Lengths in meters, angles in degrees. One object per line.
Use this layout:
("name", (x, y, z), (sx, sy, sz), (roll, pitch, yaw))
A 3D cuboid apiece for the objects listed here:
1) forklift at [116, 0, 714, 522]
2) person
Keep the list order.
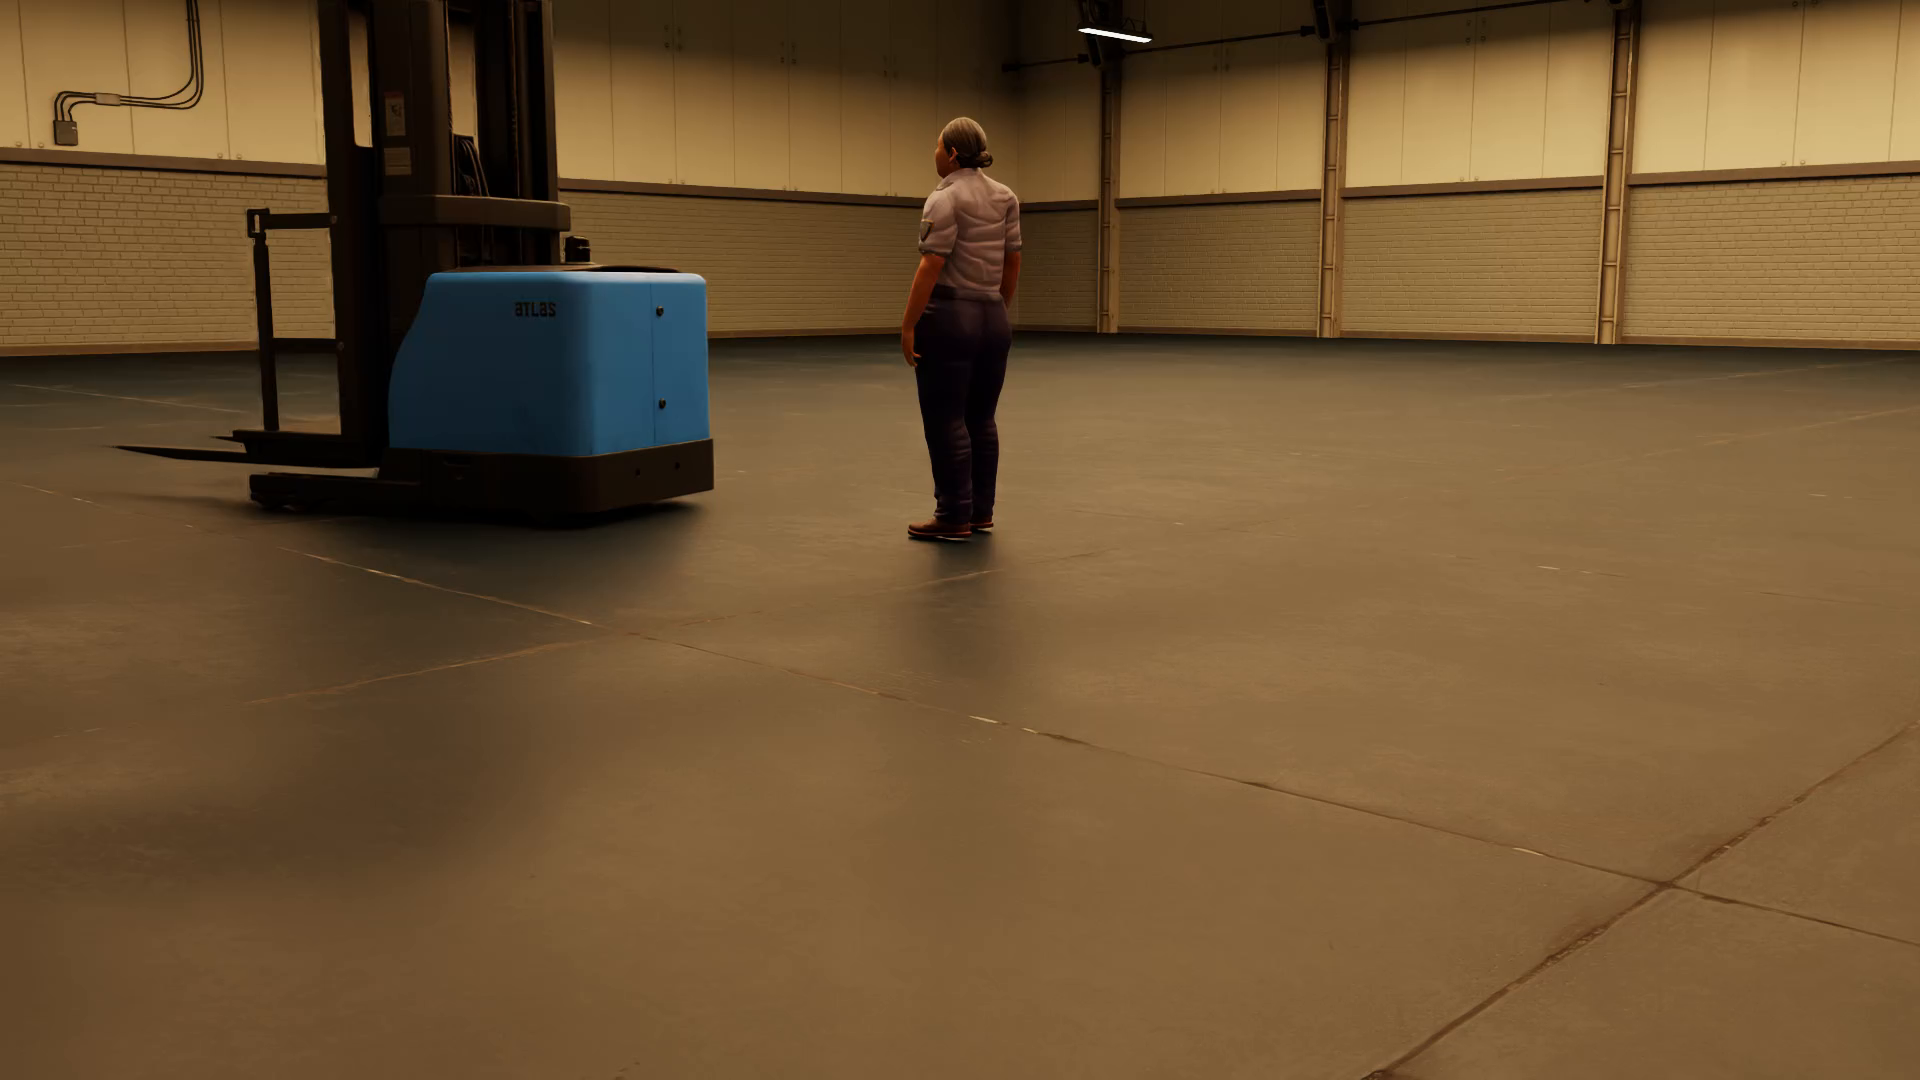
("forklift", (-2.718, -1.648, 7.819), (3.031, 2.935, 1.130), (4, 9, 24))
("person", (-0.048, -0.834, 6.671), (0.503, 1.651, 0.598), (8, 12, 43))
